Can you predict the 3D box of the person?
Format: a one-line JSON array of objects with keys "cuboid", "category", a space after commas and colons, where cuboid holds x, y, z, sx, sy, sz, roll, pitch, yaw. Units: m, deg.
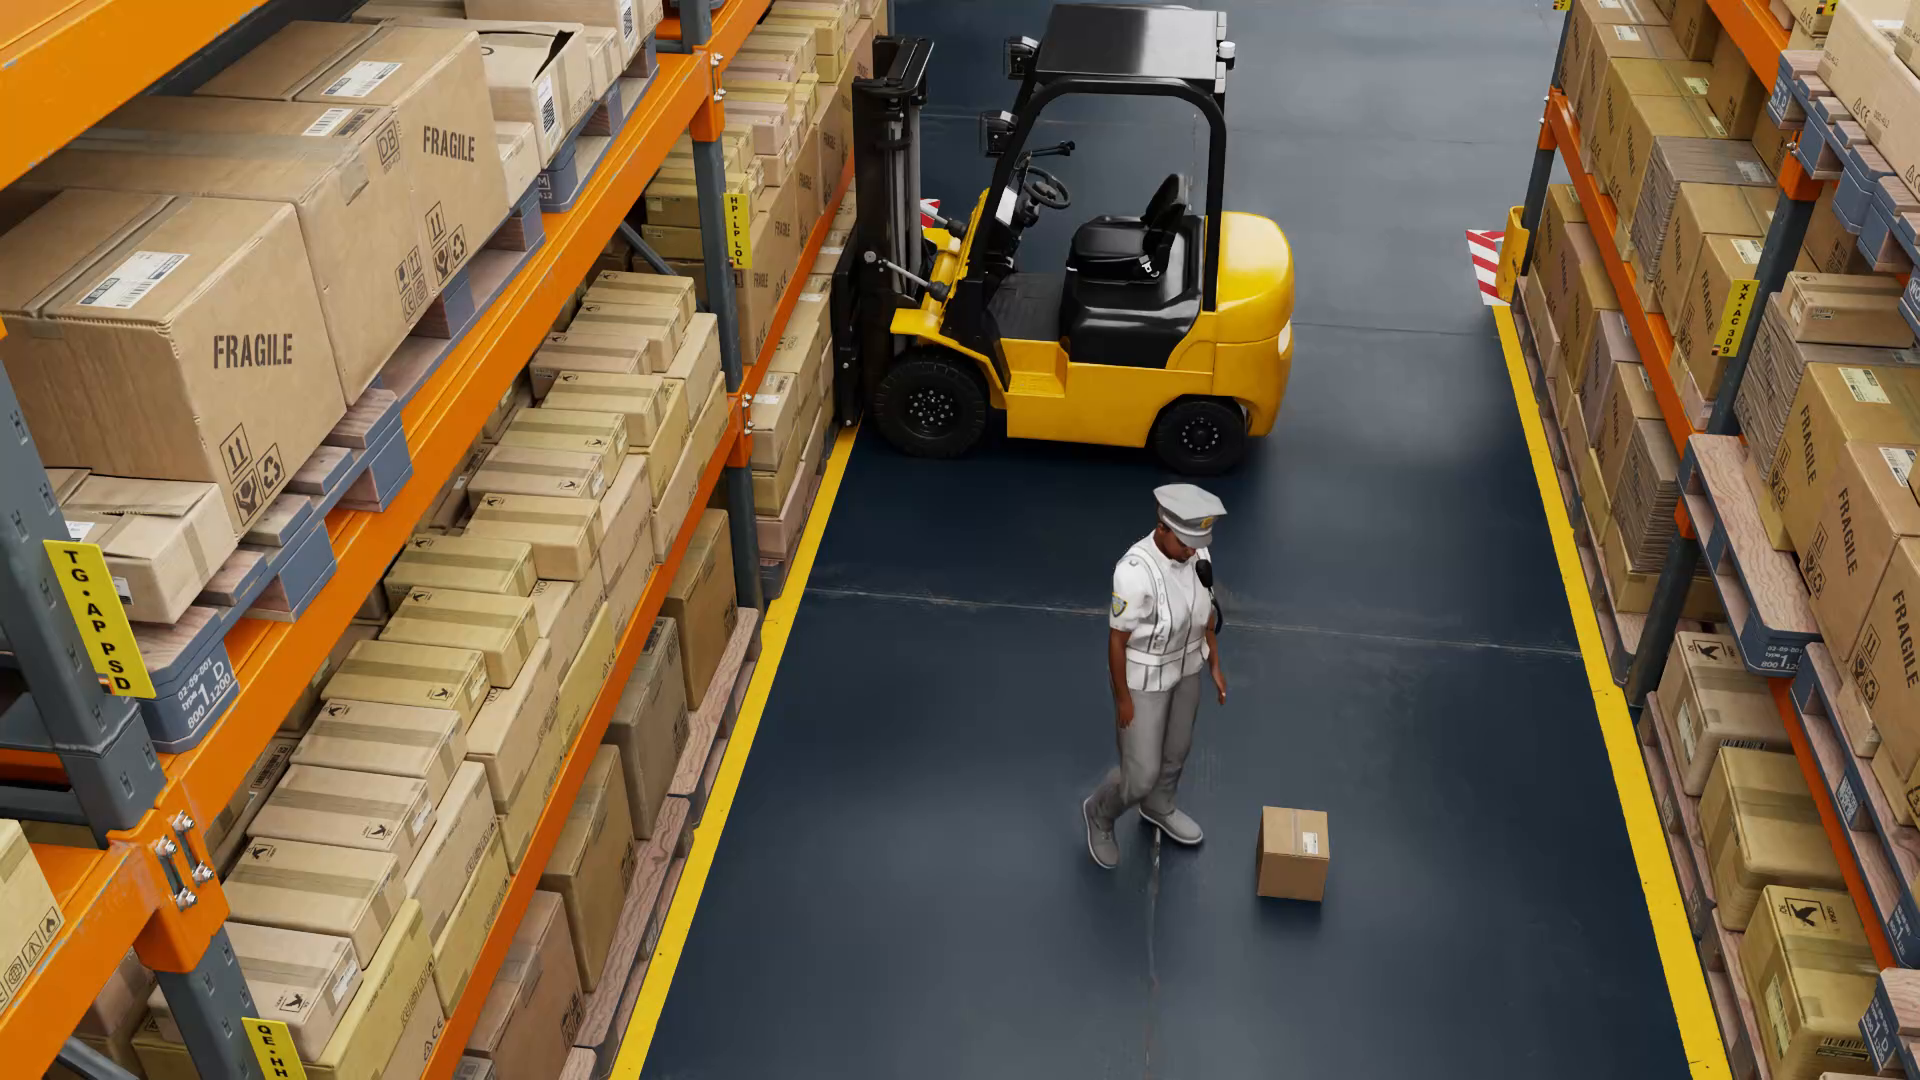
[{"cuboid": [0.748, 0.541, 6.294, 0.520, 1.686, 0.384, -27, 44, -31], "category": "person"}]
